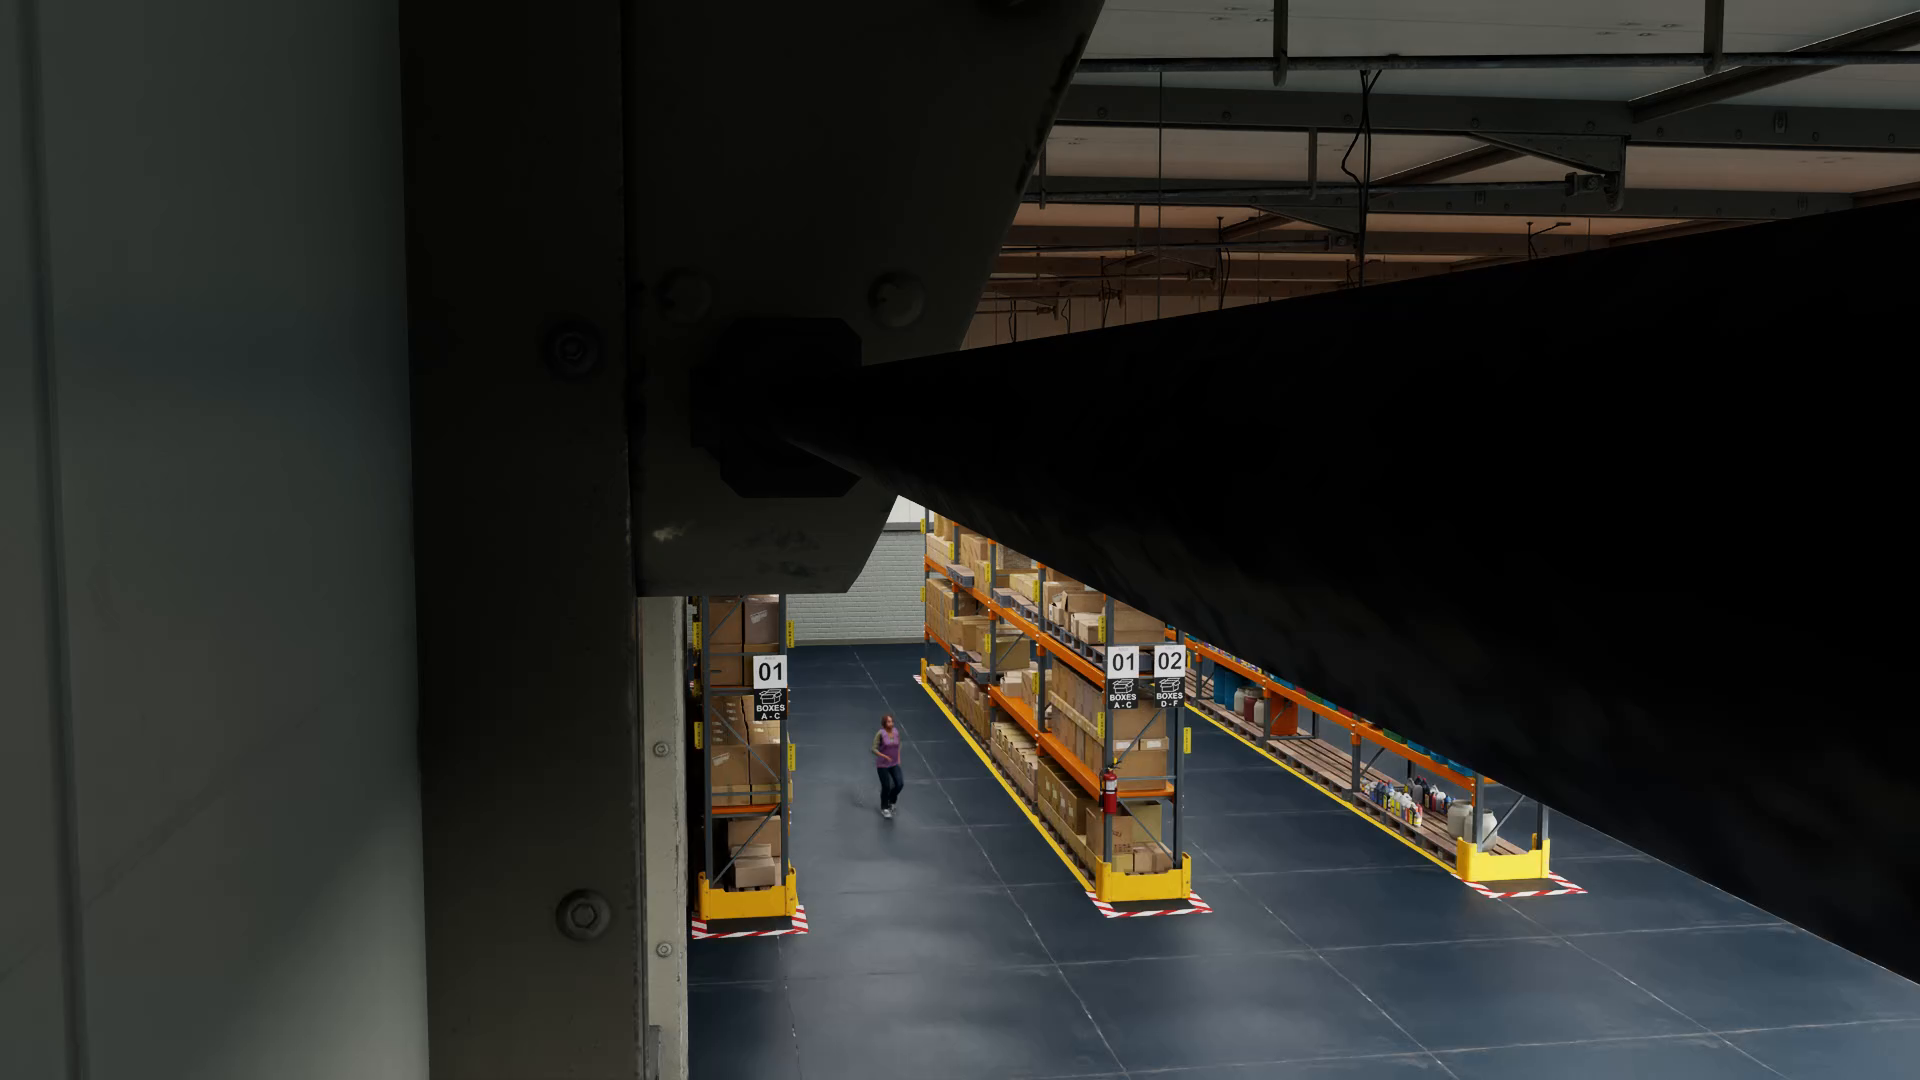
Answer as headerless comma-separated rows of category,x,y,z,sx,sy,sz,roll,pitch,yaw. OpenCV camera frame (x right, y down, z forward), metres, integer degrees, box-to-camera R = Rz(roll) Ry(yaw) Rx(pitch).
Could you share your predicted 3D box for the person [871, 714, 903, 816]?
person,-1.059,3.365,24.758,0.538,1.566,0.576,-2,6,-25
